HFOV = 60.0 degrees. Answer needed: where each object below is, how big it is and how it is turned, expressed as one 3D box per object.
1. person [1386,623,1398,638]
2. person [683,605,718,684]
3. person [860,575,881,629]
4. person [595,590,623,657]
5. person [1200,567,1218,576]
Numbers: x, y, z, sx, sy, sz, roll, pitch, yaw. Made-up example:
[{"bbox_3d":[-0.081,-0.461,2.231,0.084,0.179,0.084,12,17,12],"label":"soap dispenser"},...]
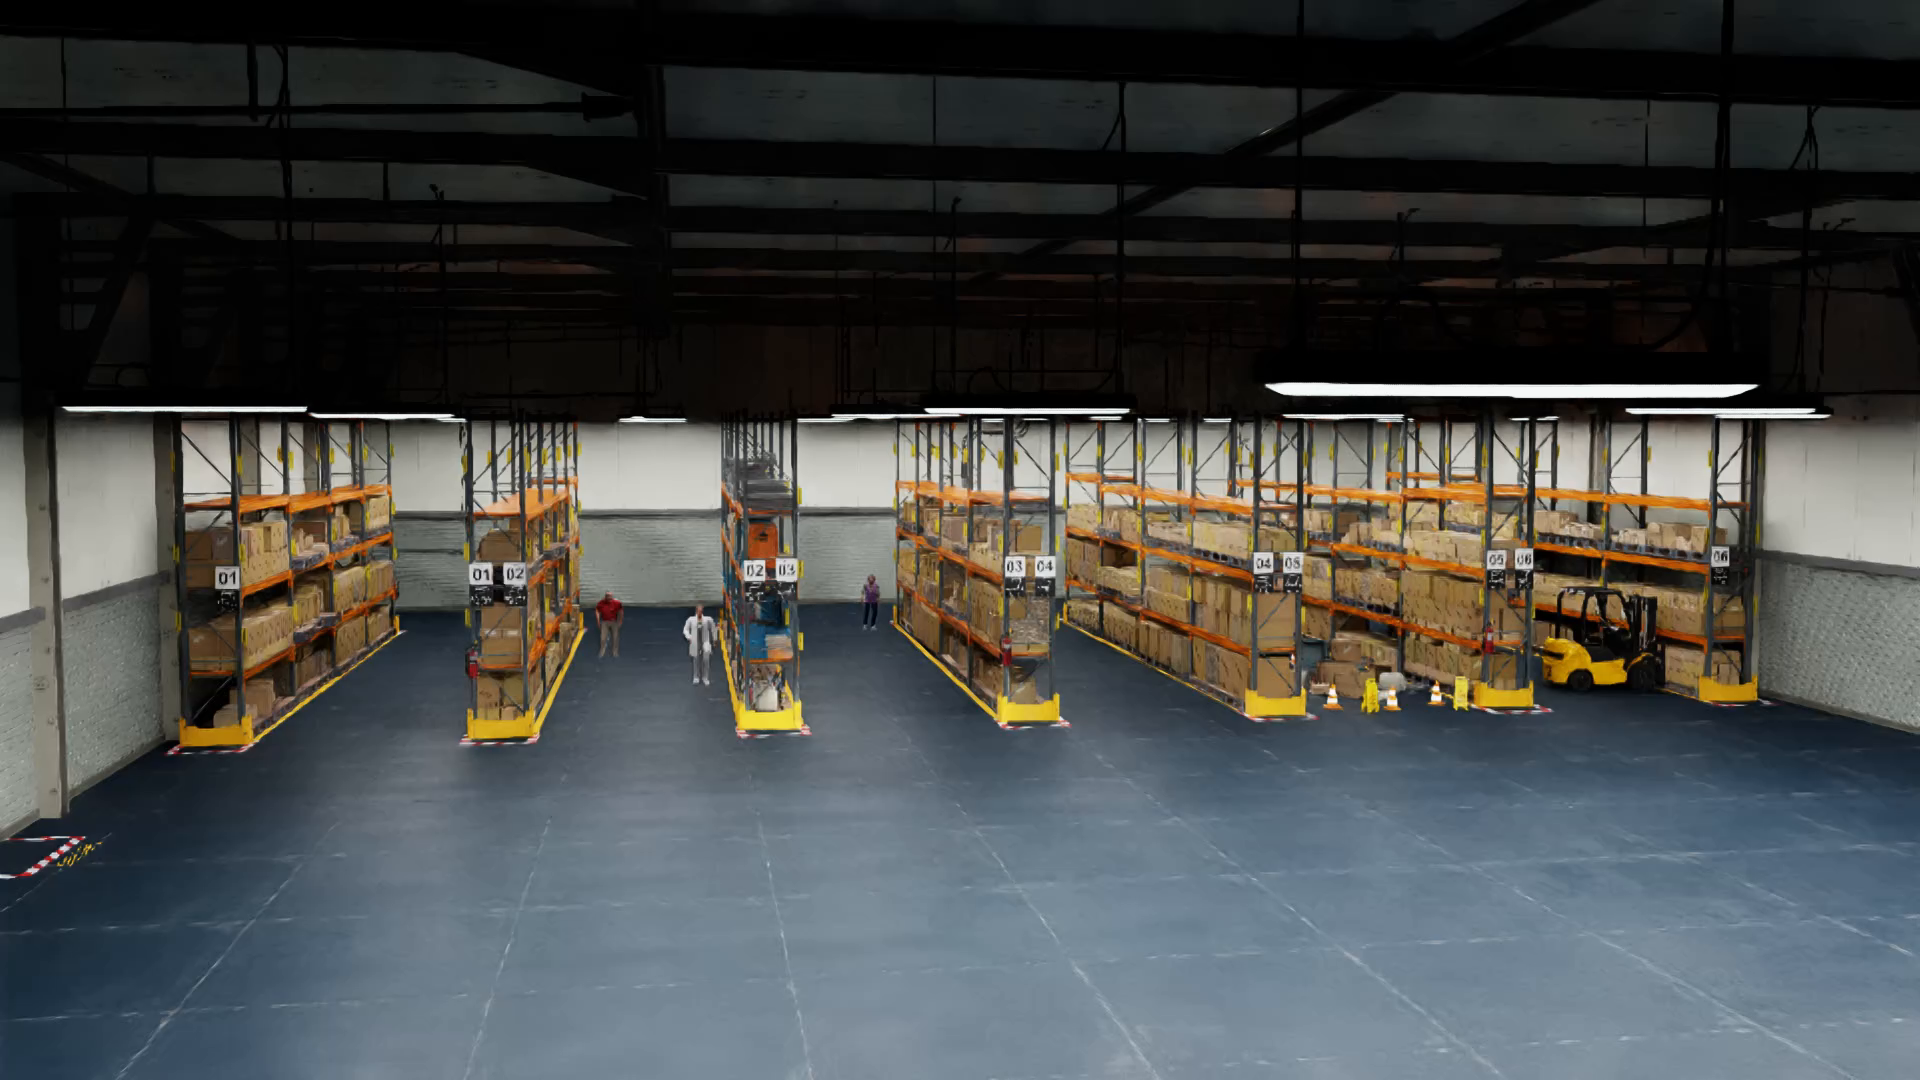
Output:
[{"bbox_3d":[11.420,1.779,44.087,0.555,1.722,0.615,1,4,20],"label":"person"},{"bbox_3d":[-5.725,2.295,36.713,0.750,1.737,0.748,0,4,-6],"label":"person"},{"bbox_3d":[-2.500,1.720,46.466,0.566,1.540,0.516,-1,4,-11],"label":"person"},{"bbox_3d":[-8.613,2.043,40.838,0.682,1.676,0.535,-1,4,-11],"label":"person"},{"bbox_3d":[8.071,1.084,53.858,0.588,1.779,0.576,2,4,26],"label":"person"}]
